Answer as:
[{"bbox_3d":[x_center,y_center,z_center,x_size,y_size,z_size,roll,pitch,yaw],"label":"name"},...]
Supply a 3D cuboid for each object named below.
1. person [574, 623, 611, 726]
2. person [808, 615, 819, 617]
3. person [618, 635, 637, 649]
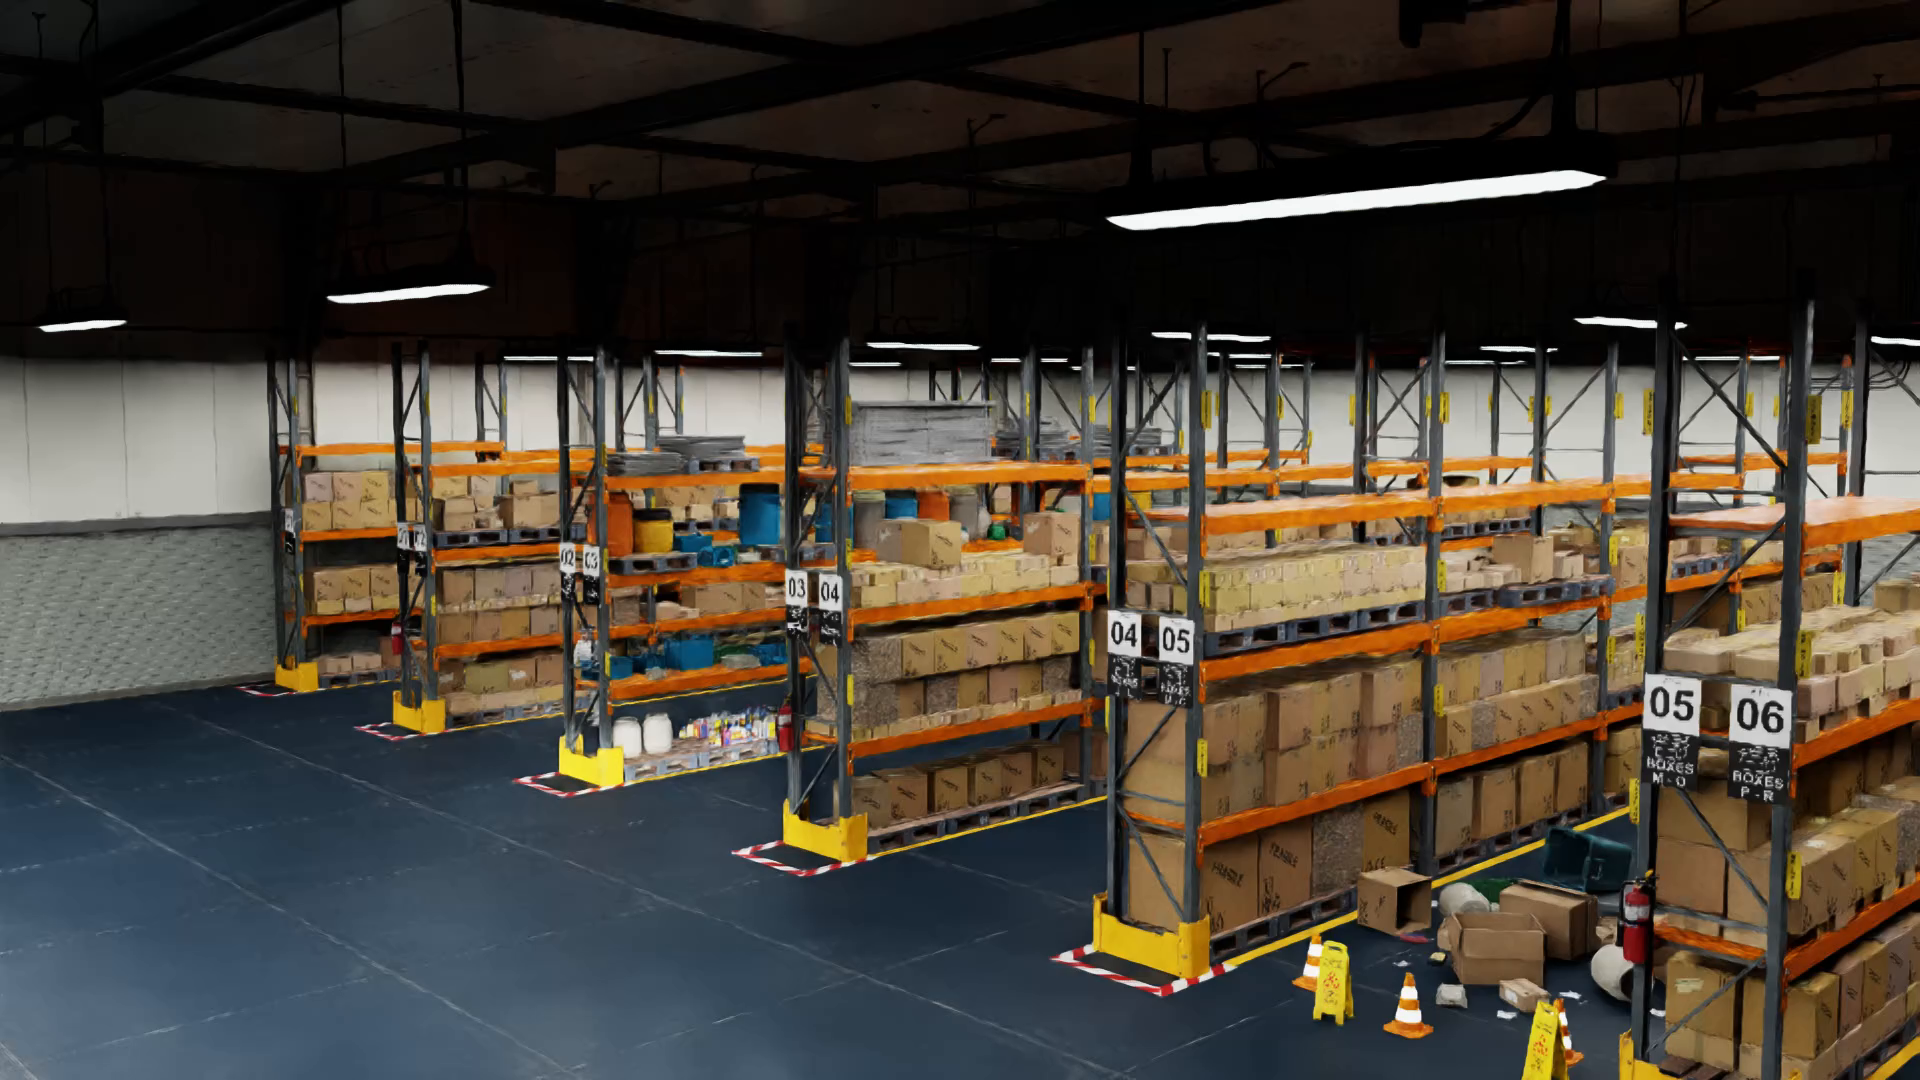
[{"bbox_3d":[-5.782,2.095,26.156,0.632,1.616,0.754,2,5,25],"label":"person"},{"bbox_3d":[-2.931,1.393,33.745,1.114,1.687,0.577,-4,7,-41],"label":"person"},{"bbox_3d":[-6.535,1.564,32.258,0.466,1.585,1.081,4,6,37],"label":"person"}]
